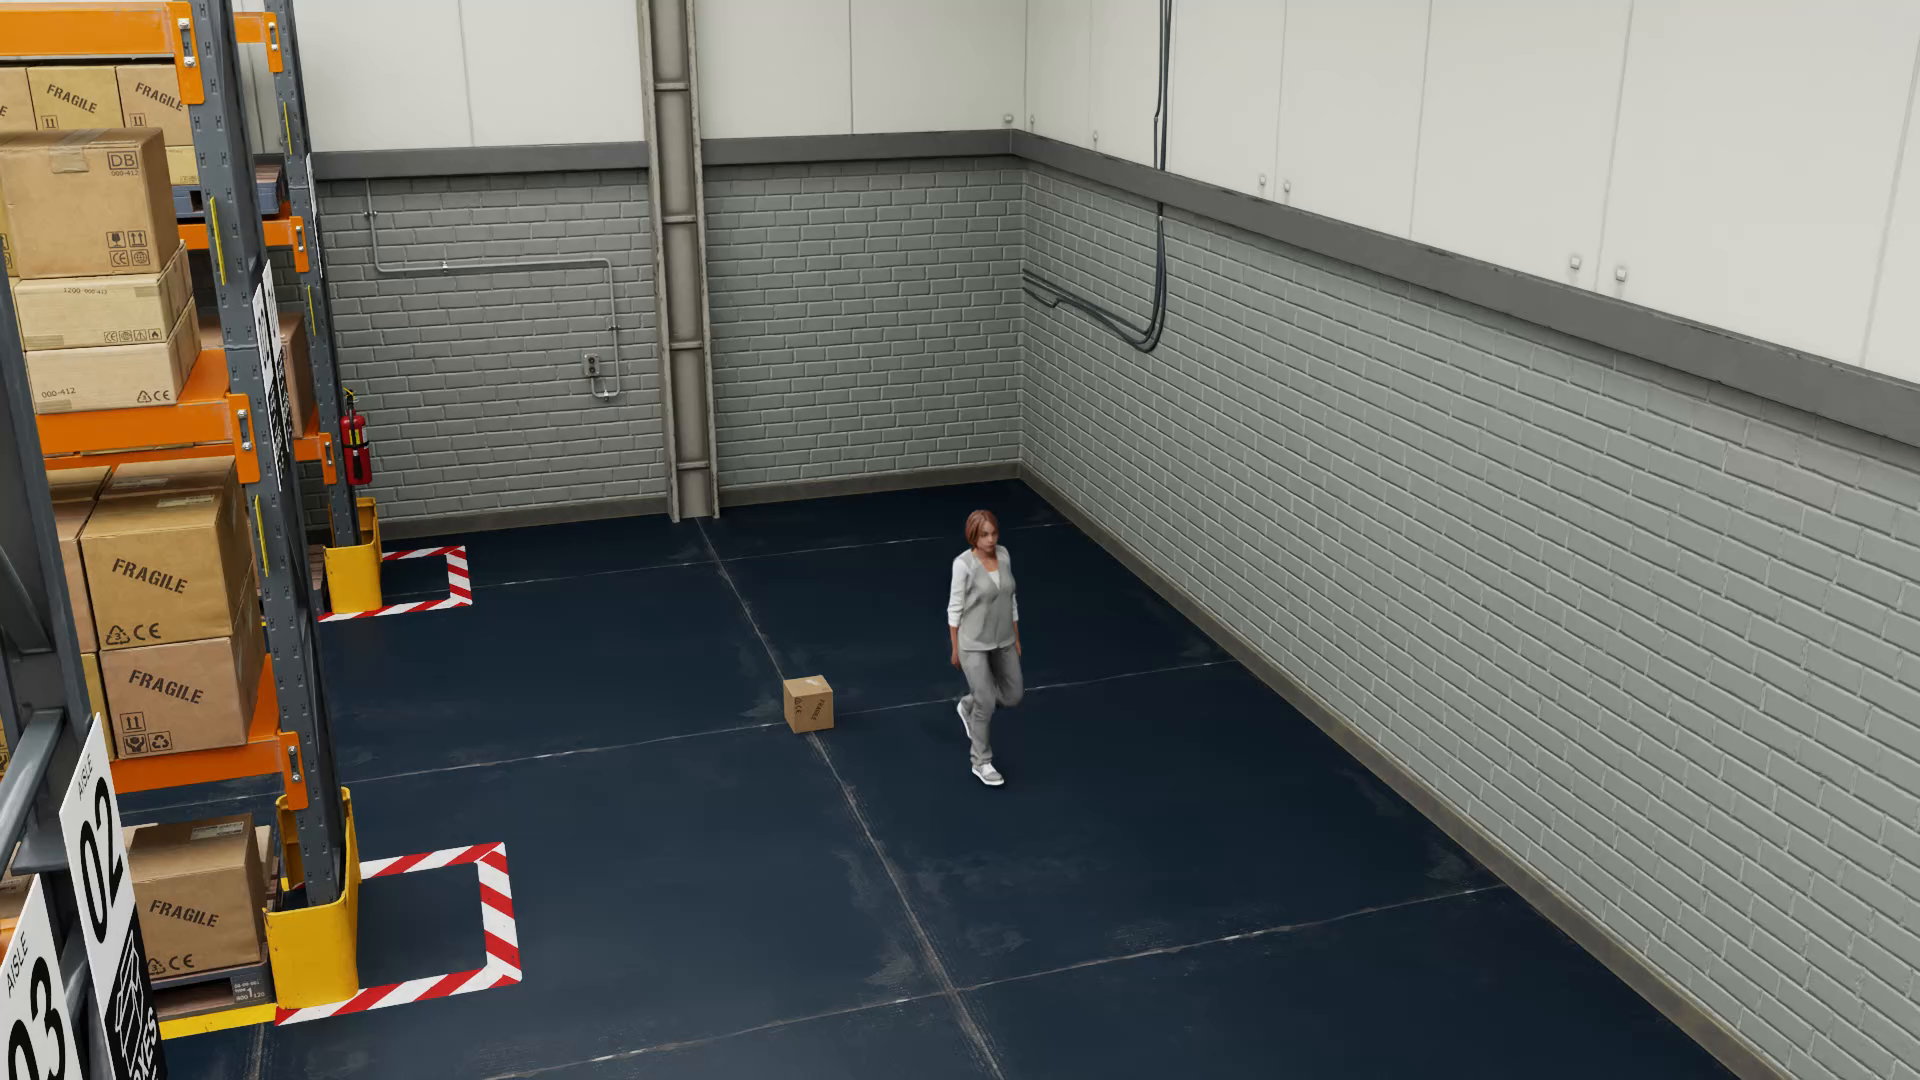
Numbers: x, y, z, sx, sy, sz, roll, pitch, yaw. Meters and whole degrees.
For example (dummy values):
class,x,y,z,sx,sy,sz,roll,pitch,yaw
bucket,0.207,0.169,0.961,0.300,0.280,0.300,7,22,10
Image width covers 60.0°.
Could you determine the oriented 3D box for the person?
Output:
class,x,y,z,sx,sy,sz,roll,pitch,yaw
person,0.117,0.572,9.401,0.422,1.590,0.557,-13,24,-33
